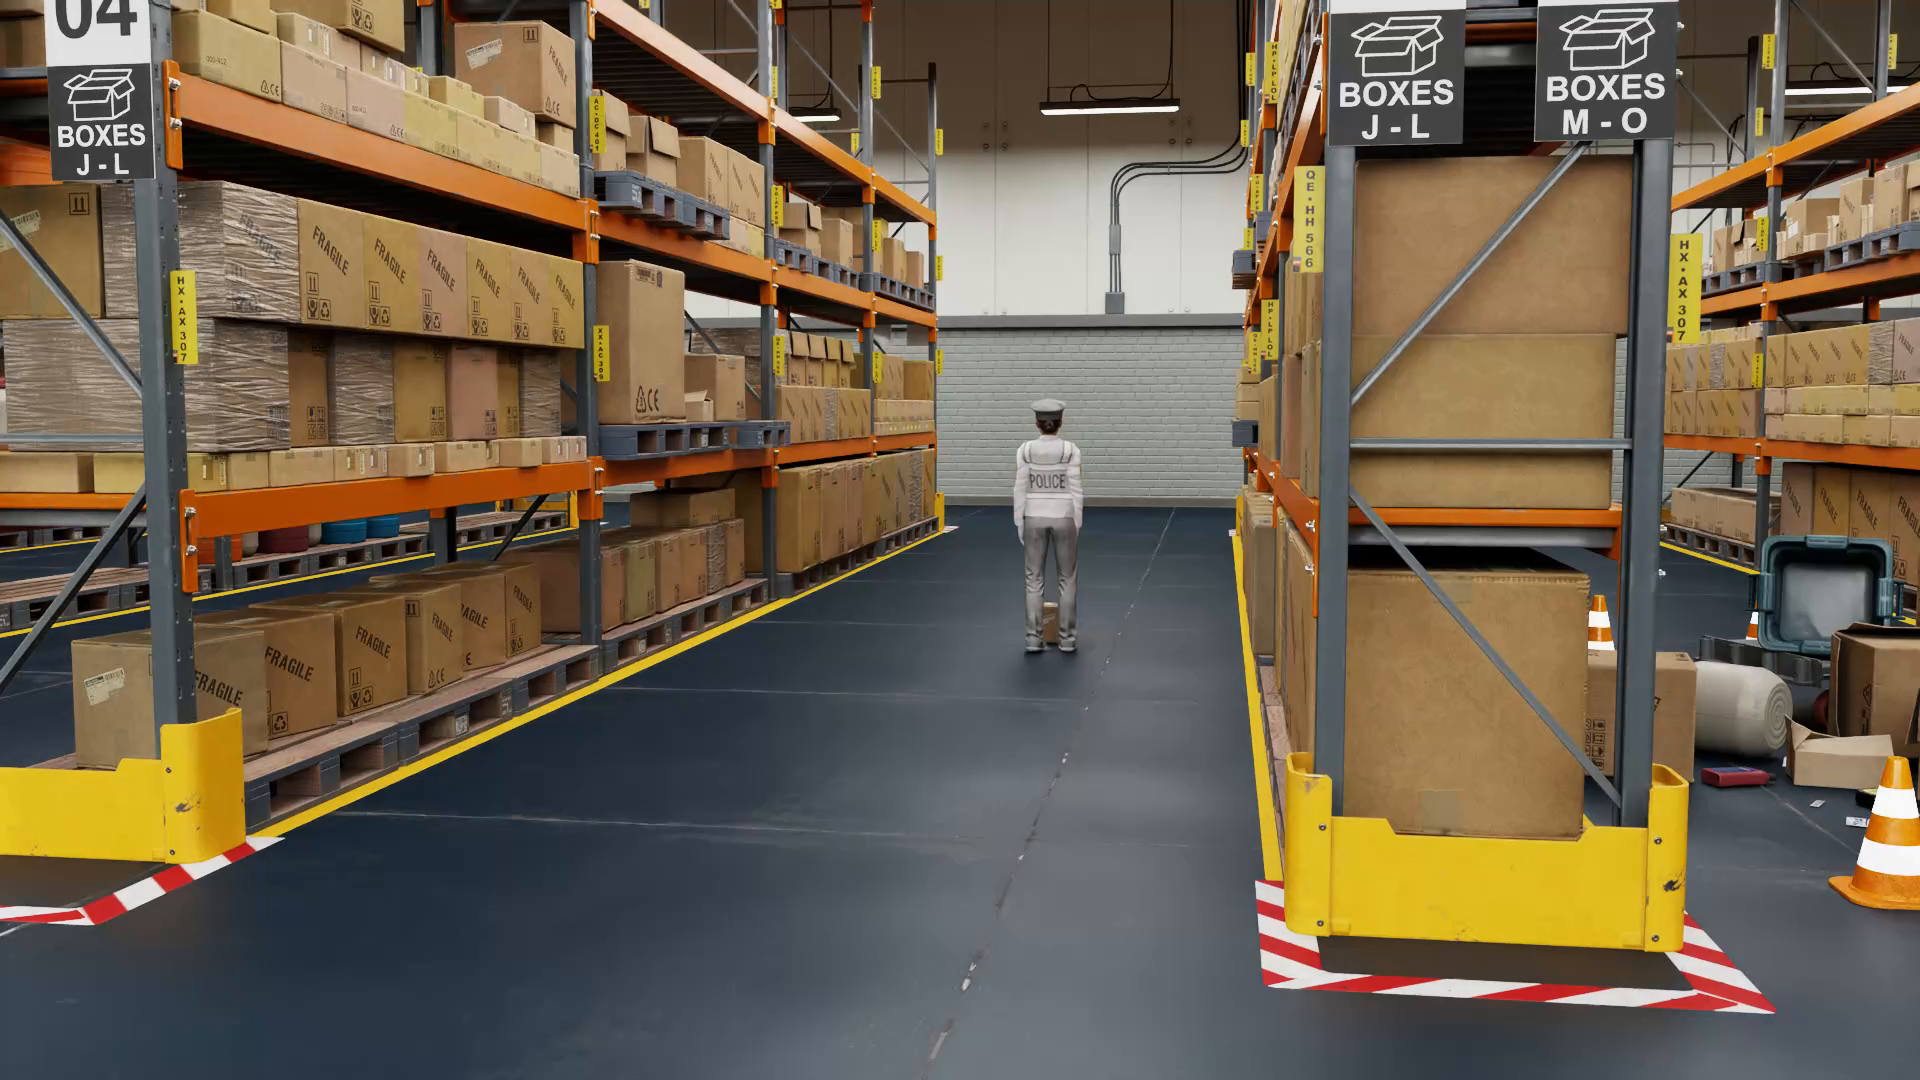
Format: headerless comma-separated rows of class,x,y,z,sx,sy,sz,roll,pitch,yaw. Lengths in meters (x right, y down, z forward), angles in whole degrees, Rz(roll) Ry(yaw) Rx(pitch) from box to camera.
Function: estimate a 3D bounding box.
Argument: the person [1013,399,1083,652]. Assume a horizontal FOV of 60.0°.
person,0.588,-0.096,11.036,0.465,1.680,0.340,1,5,10
